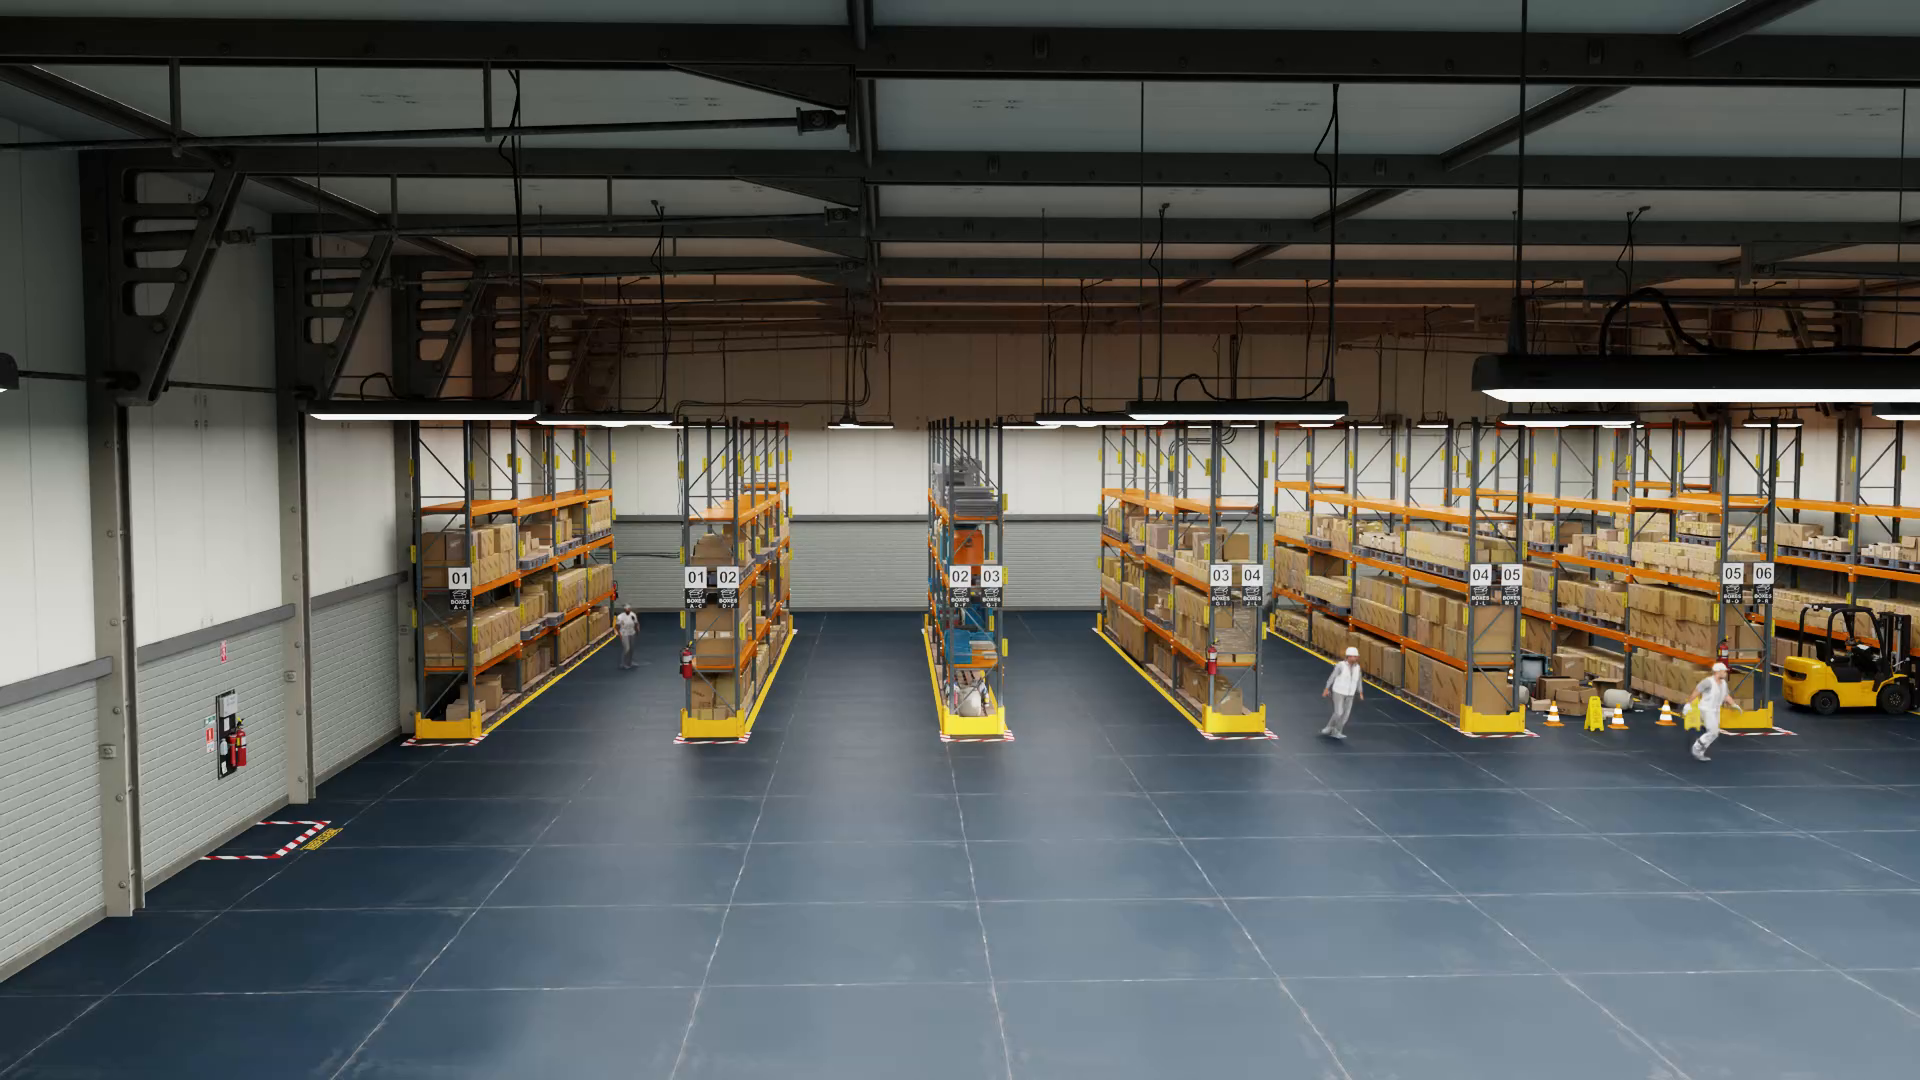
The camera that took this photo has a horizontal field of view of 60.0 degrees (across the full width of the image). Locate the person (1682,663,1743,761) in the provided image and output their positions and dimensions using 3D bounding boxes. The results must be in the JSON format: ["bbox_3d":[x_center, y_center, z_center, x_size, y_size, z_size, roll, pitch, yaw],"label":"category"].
[{"bbox_3d":[13.004,2.969,28.684,0.680,1.723,0.777,-2,4,-30],"label":"person"}]

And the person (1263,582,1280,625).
[{"bbox_3d":[9.221,1.735,49.023,0.621,1.576,0.648,1,4,8],"label":"person"}]

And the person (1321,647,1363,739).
[{"bbox_3d":[7.133,2.844,30.922,0.693,1.736,0.600,-2,4,-23],"label":"person"}]

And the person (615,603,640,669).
[{"bbox_3d":[-8.015,2.313,40.337,0.770,1.621,0.625,4,5,43],"label":"person"}]
